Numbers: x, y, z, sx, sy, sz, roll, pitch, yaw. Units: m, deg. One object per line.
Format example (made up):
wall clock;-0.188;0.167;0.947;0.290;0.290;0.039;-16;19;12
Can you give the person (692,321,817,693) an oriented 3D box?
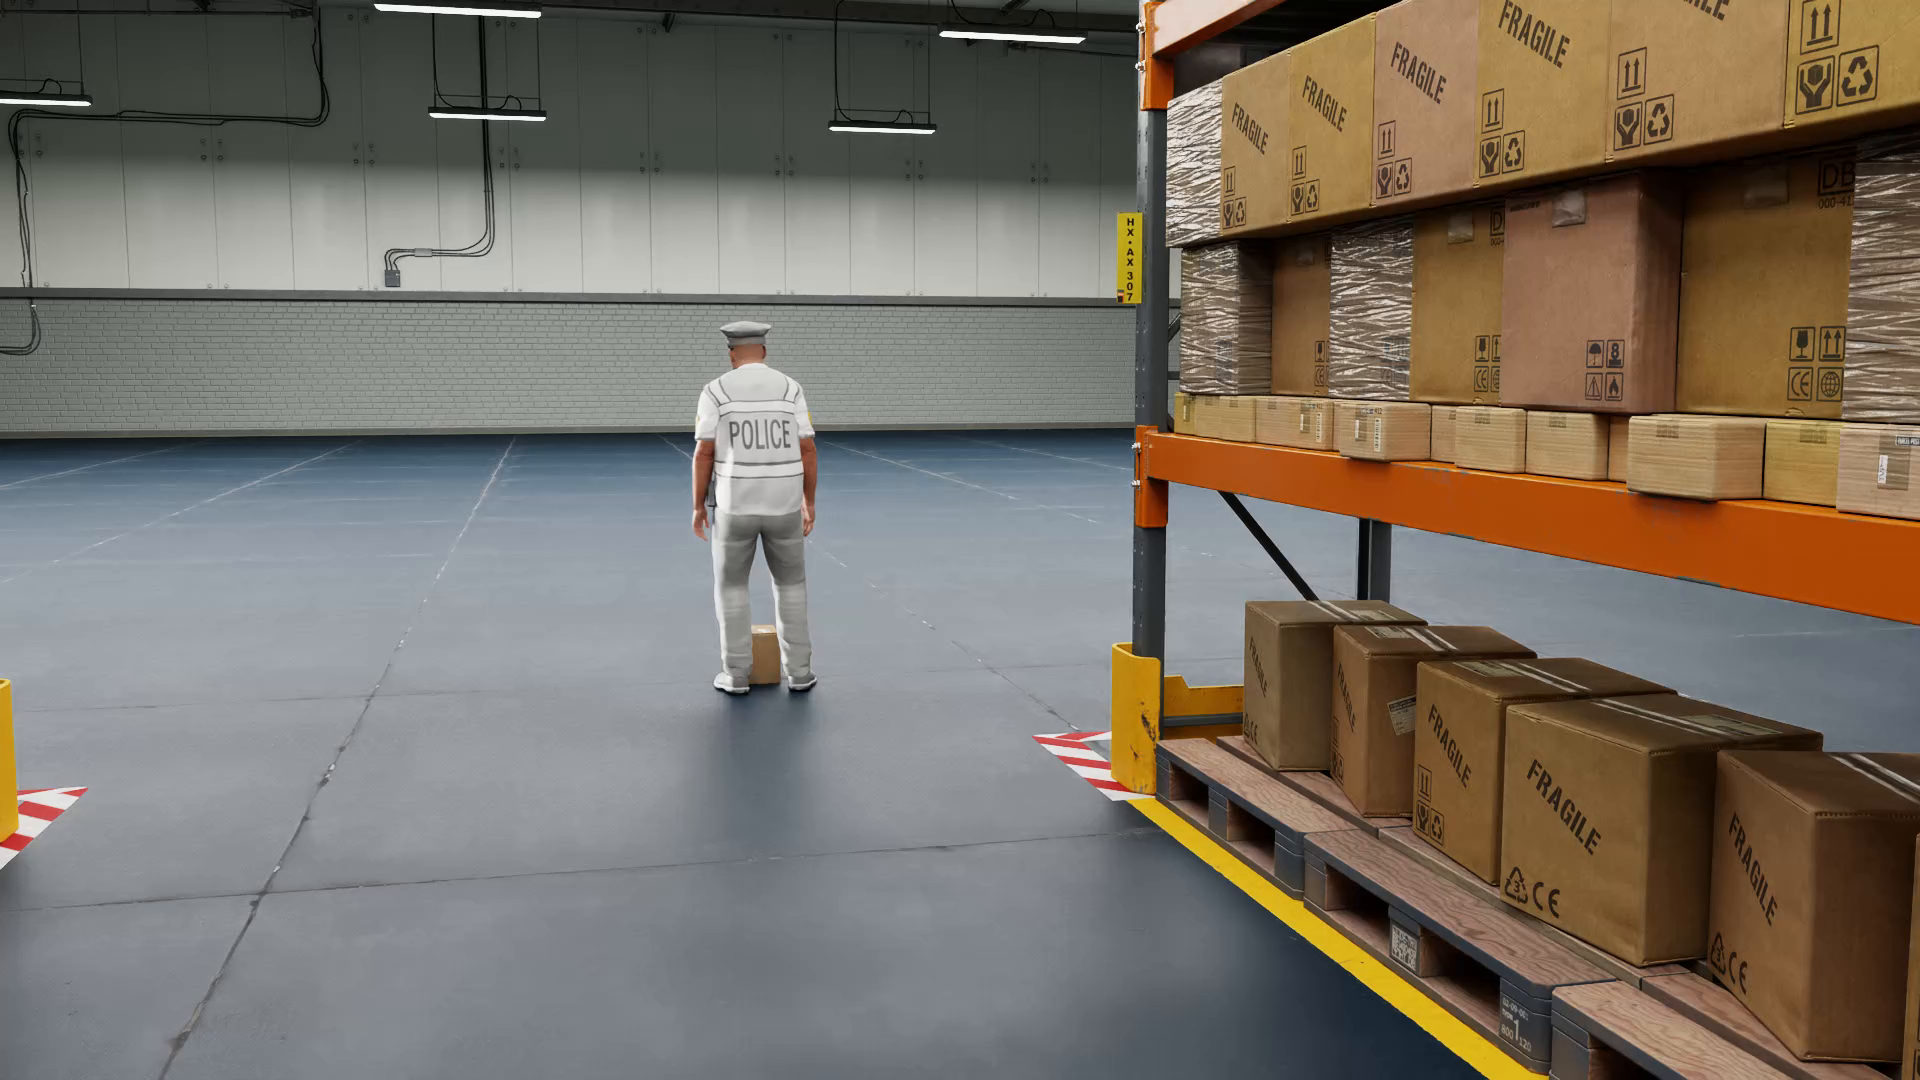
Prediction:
person;-0.959;-0.154;7.848;0.602;1.750;0.427;-2;6;-16
